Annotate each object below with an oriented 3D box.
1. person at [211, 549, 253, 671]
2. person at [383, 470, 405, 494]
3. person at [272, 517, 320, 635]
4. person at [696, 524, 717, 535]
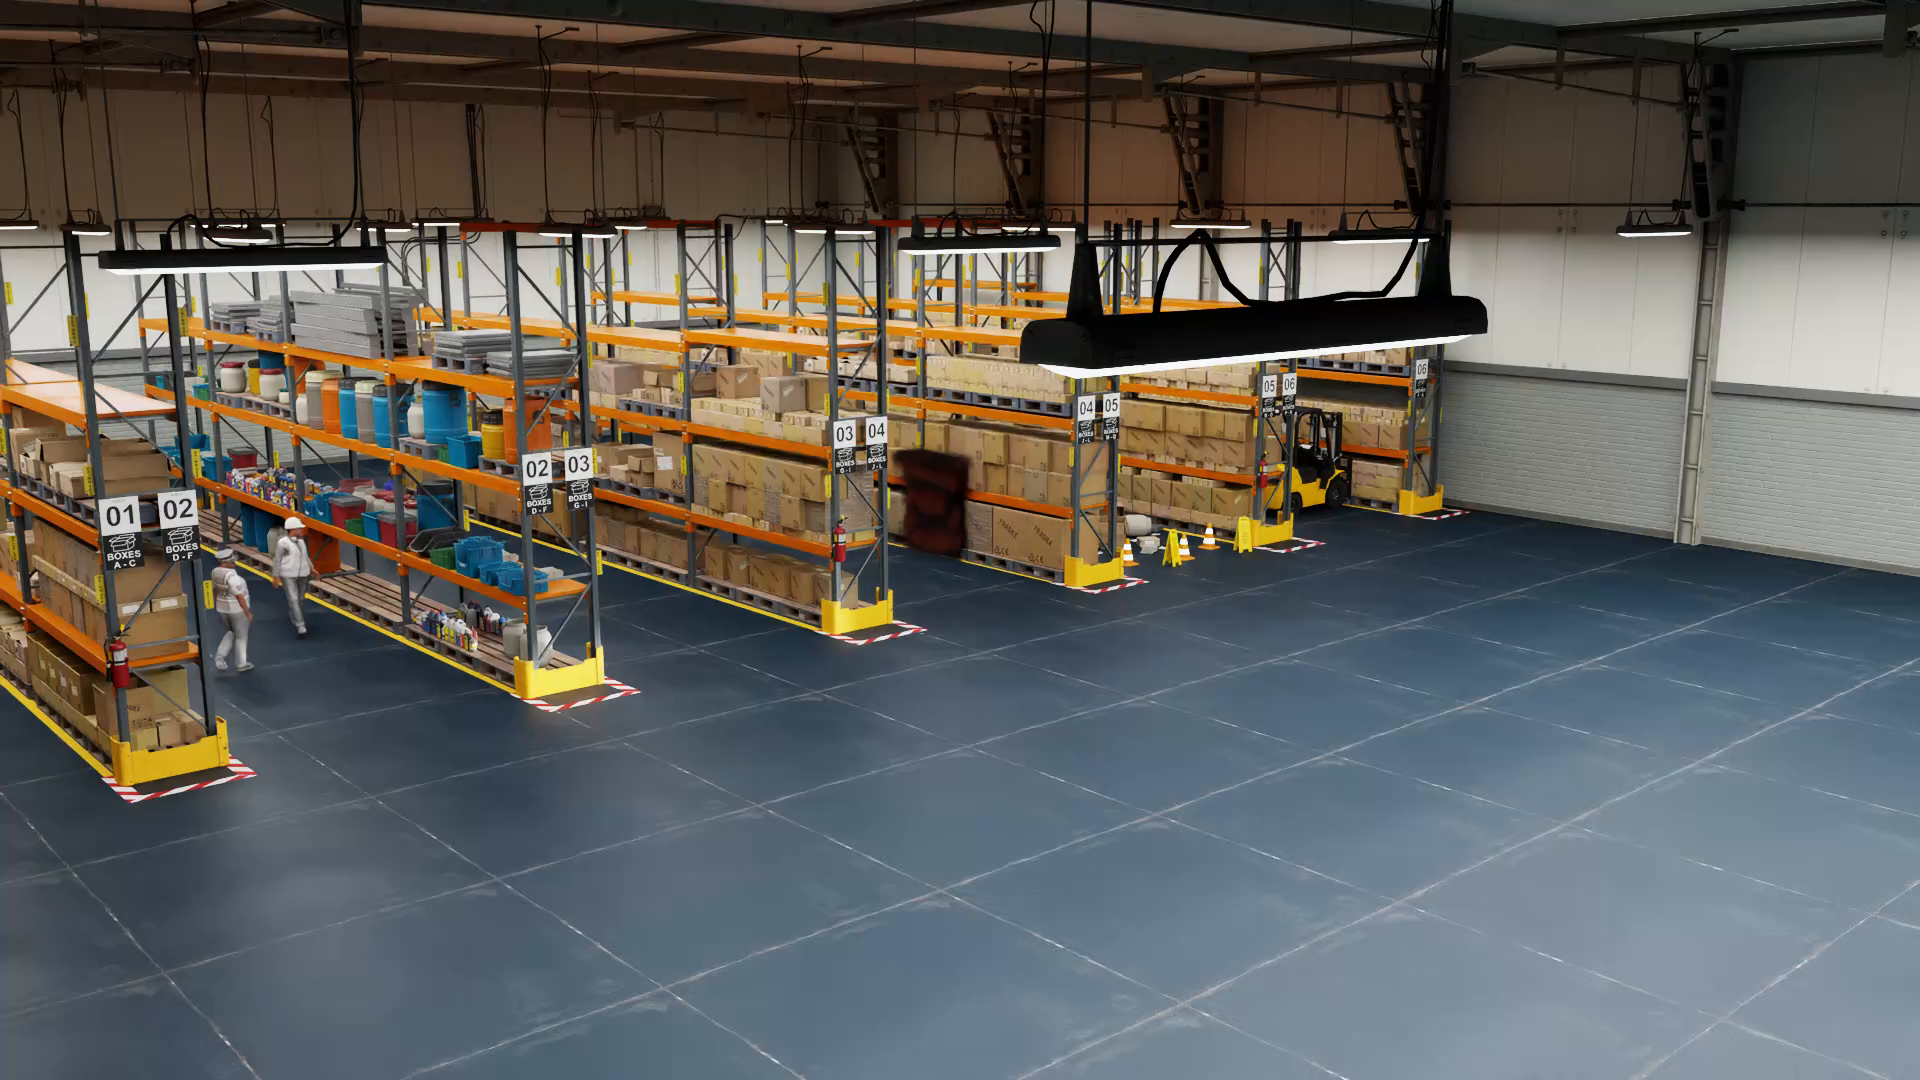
[{"bbox_3d":[-9.901,0.959,22.710,0.567,1.740,0.544,5,13,24],"label":"person"},{"bbox_3d":[-10.368,-0.535,30.442,0.951,1.595,0.524,10,15,41],"label":"person"},{"bbox_3d":[-9.960,0.513,24.920,0.685,1.726,1.045,-10,15,-40],"label":"person"},{"bbox_3d":[-4.796,-0.787,31.352,0.740,1.695,0.934,-9,15,-39],"label":"person"}]
